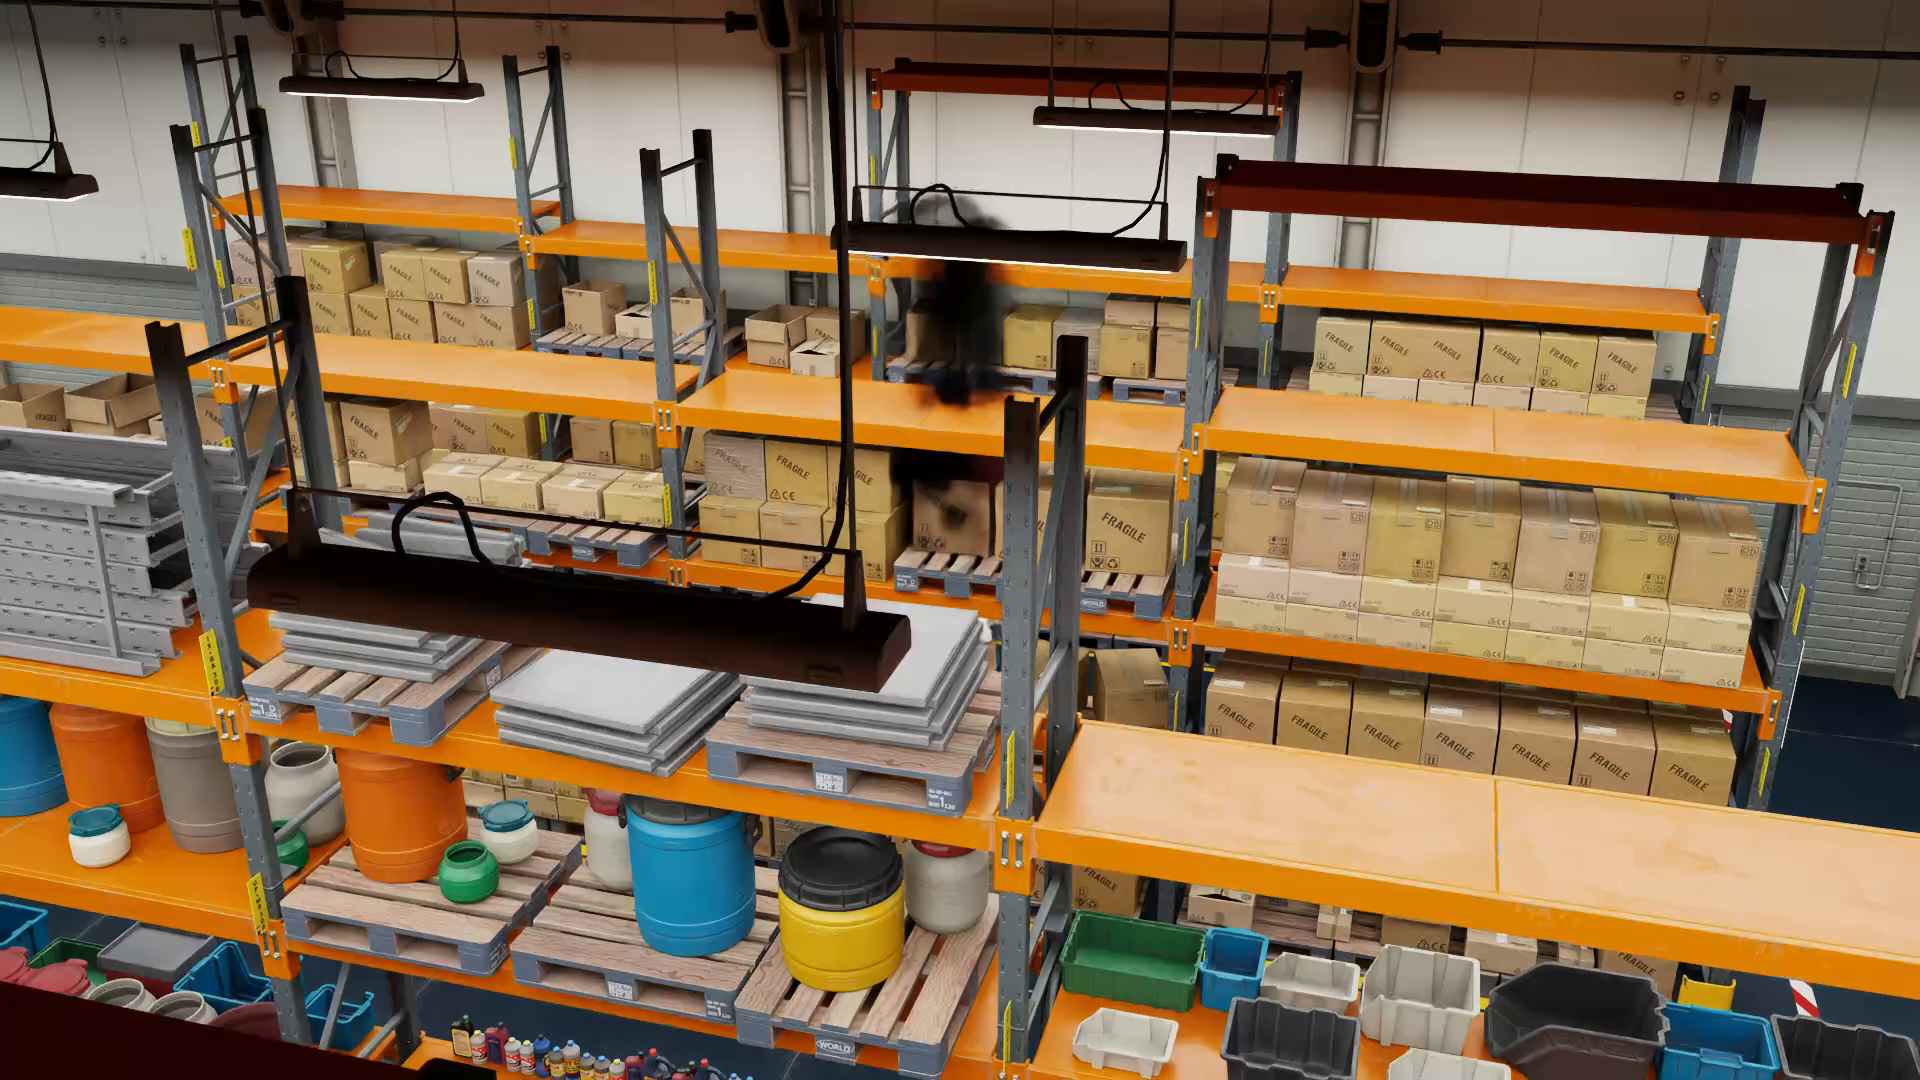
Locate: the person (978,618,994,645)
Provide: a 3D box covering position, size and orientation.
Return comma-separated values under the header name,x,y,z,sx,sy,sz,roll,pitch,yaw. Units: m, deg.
name,x,y,z,sx,sy,sz,roll,pitch,yaw
person,0.175,1.173,15.700,0.821,1.767,0.668,5,23,11
